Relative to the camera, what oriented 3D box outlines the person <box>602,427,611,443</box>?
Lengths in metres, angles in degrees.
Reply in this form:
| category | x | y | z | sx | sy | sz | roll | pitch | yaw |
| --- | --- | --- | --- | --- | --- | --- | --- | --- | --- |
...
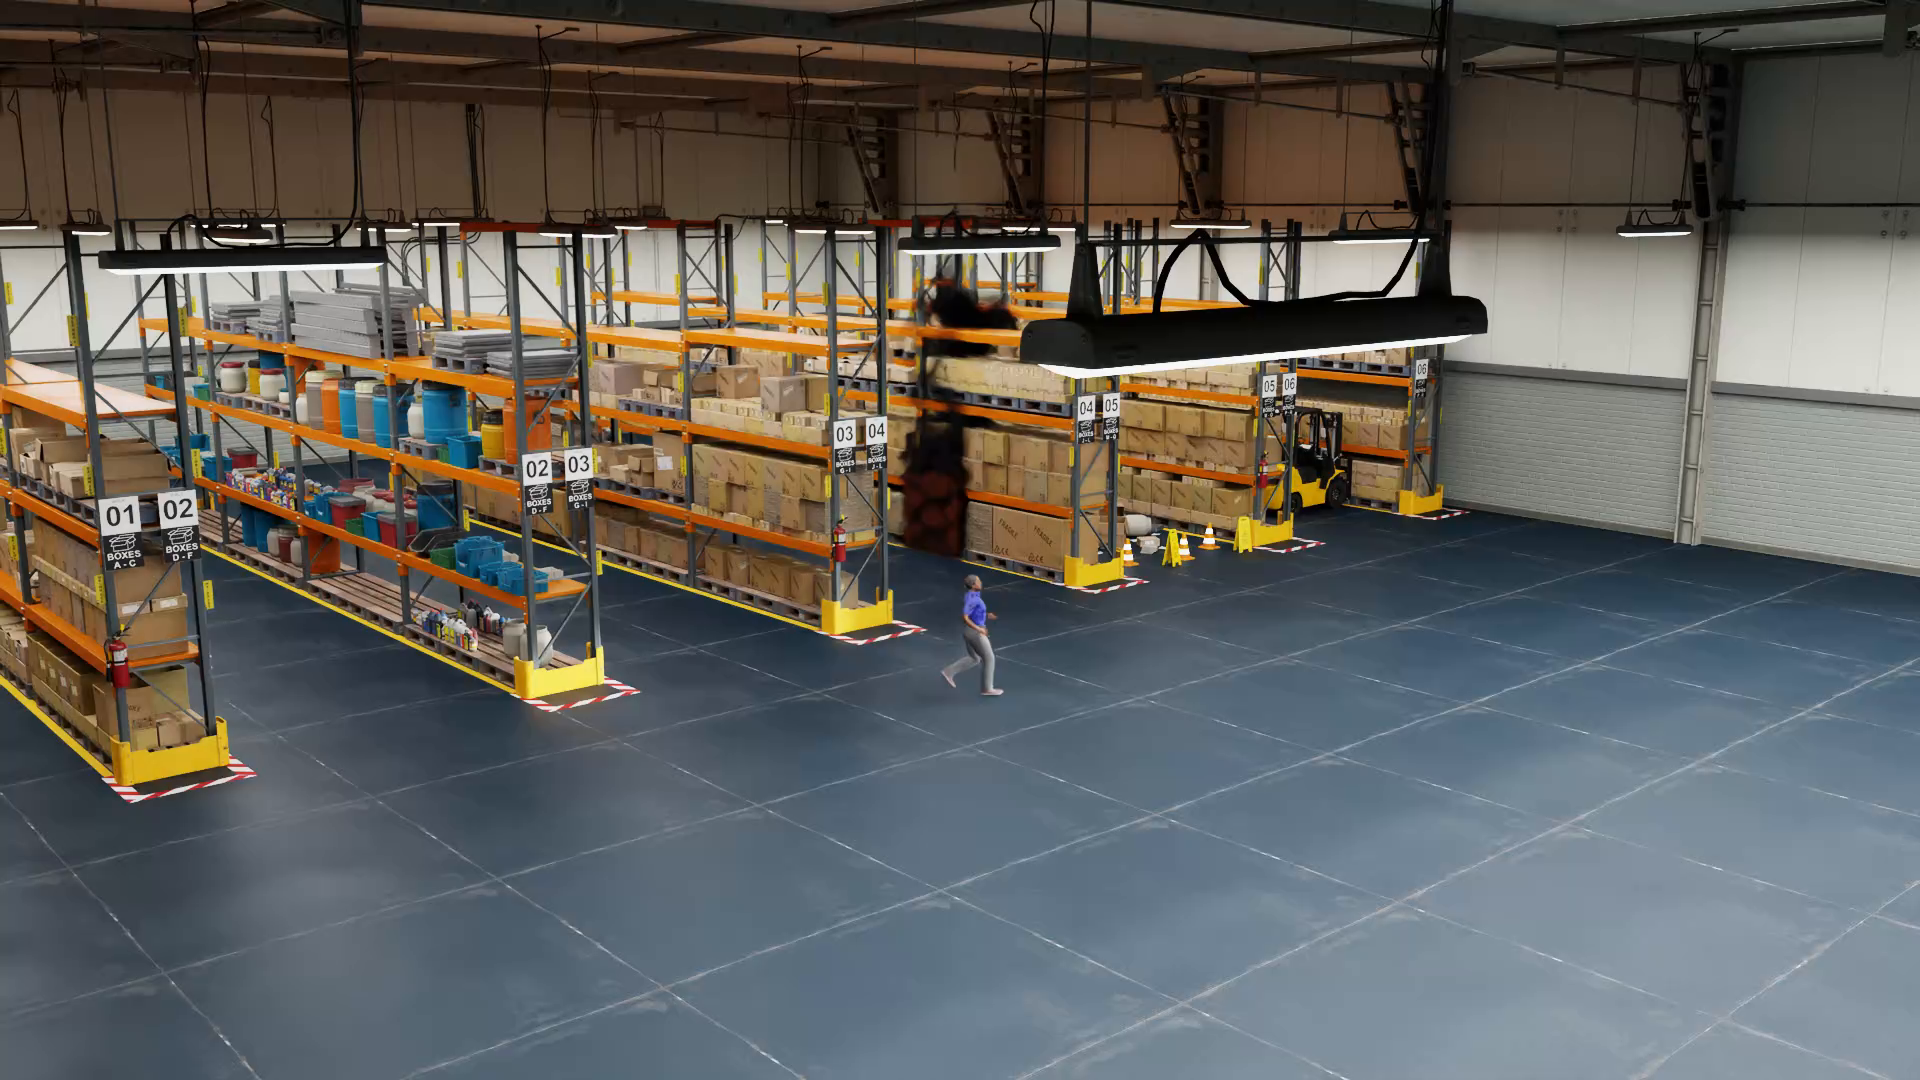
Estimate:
| category | x | y | z | sx | sy | sz | roll | pitch | yaw |
| --- | --- | --- | --- | --- | --- | --- | --- | --- | --- |
| person | -8.872 | -2.776 | 41.278 | 0.742 | 1.699 | 0.729 | 0 | 11 | -2 |

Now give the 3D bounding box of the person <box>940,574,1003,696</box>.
| category | x | y | z | sx | sy | sz | roll | pitch | yaw |
| --- | --- | --- | --- | --- | --- | --- | --- | --- | --- |
| person | 0.160 | 1.237 | 21.624 | 0.815 | 1.620 | 0.588 | -2 | 12 | -9 |
